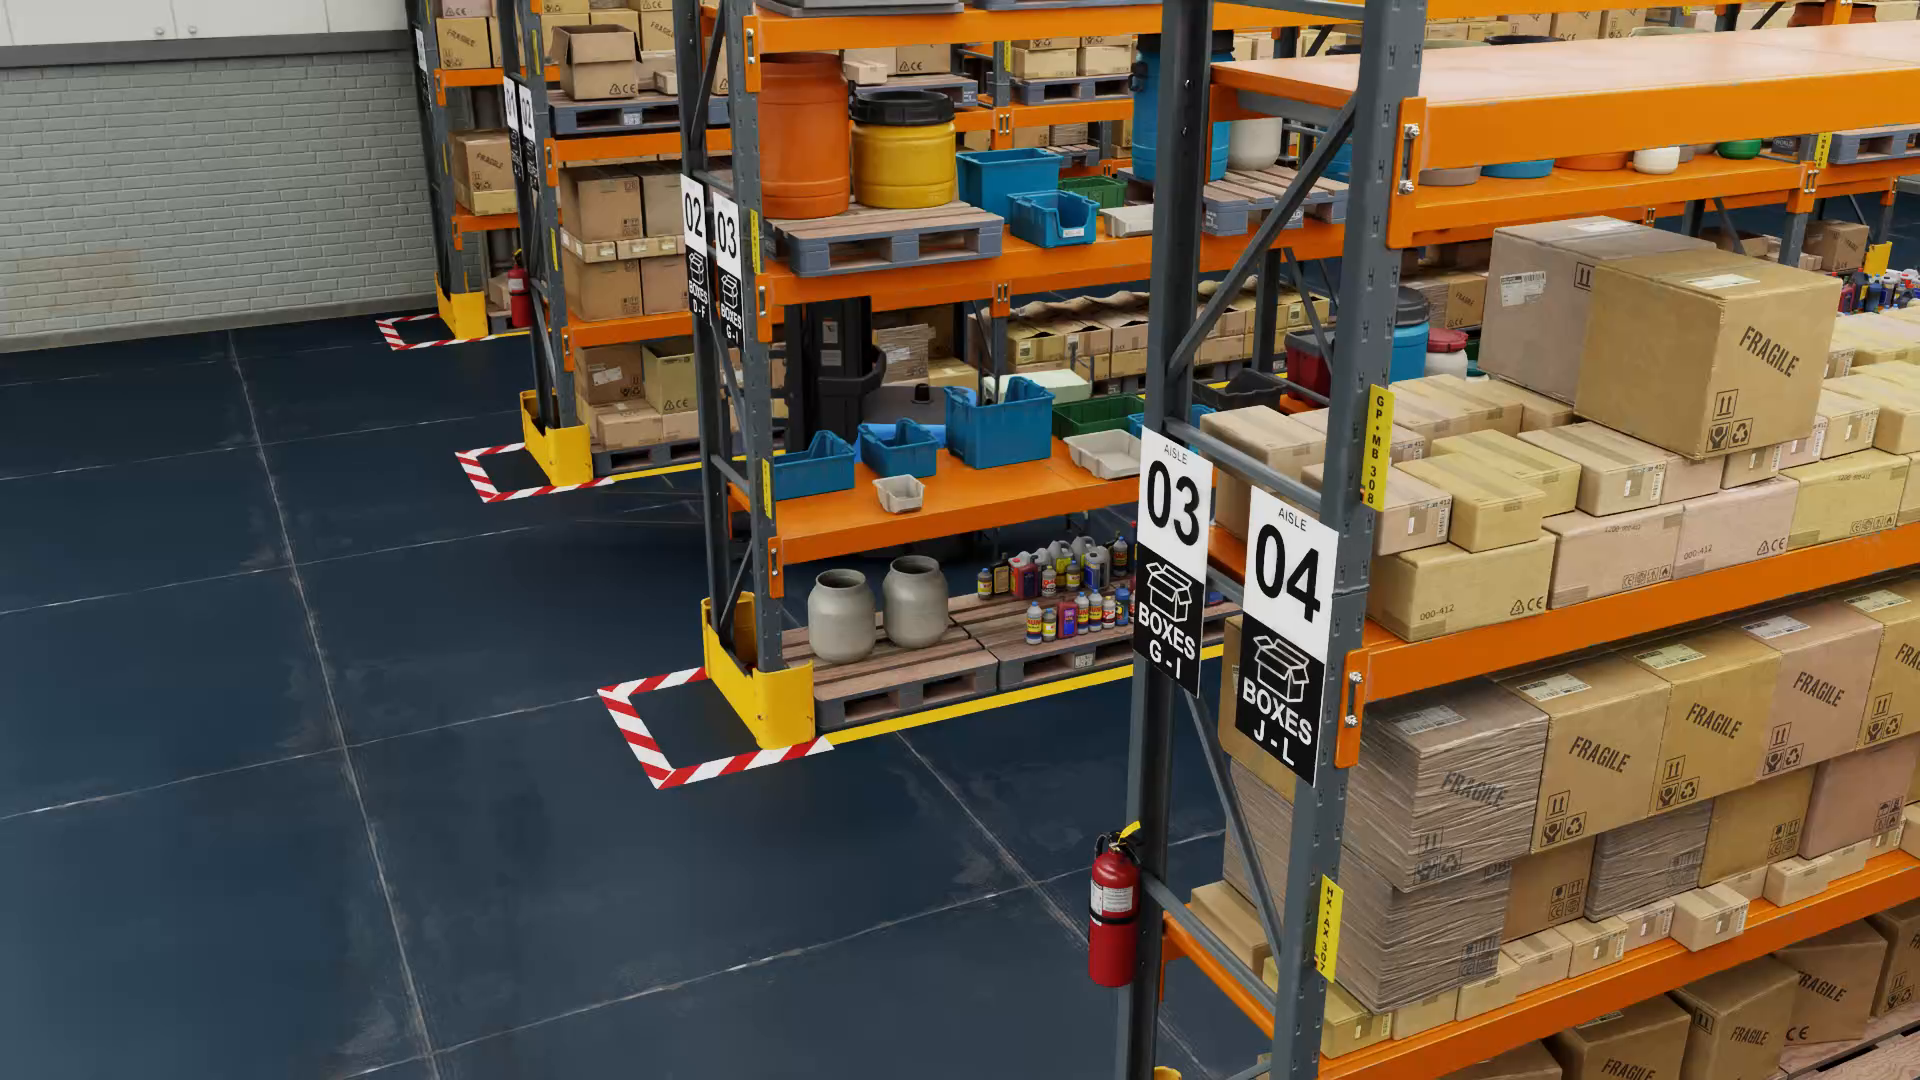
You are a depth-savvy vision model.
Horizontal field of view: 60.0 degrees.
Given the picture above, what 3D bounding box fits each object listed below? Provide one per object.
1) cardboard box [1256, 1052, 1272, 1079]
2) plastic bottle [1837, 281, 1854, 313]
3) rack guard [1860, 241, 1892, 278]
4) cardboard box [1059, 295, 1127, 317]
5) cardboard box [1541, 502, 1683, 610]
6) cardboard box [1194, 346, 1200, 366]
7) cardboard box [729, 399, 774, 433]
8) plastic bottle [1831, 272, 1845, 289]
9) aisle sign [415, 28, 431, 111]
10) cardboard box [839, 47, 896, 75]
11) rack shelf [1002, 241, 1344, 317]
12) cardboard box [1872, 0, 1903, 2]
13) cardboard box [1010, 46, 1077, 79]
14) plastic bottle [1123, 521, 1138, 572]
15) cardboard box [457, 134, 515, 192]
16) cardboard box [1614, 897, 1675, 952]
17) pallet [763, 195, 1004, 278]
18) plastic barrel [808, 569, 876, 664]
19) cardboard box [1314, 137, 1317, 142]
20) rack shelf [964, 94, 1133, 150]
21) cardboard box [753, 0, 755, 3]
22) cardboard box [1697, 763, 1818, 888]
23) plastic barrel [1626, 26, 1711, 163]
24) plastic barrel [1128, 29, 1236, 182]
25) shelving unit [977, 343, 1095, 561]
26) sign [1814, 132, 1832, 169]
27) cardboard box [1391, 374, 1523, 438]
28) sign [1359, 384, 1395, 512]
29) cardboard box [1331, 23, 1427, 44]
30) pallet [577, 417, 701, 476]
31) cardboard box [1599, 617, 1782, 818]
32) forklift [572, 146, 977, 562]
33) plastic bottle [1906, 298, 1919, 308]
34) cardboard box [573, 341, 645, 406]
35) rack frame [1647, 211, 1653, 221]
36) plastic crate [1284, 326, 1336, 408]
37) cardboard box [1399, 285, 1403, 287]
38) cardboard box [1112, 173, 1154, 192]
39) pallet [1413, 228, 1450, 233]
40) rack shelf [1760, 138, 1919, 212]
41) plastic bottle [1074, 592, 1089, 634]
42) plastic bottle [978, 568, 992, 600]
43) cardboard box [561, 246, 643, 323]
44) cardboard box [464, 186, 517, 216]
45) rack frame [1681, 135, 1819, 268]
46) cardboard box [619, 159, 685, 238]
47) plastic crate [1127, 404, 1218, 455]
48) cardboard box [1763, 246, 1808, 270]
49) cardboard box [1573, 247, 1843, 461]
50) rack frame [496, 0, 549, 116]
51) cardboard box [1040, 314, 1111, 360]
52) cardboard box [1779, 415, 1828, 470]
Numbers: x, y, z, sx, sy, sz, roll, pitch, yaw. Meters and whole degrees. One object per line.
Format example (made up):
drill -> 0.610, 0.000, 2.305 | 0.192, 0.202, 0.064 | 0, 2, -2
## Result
cardboard box -> 1.422, 2.226, 6.170 | 0.500, 0.500, 0.500 | -6, 23, -14
plastic bottle -> 7.350, -2.002, 13.817 | 0.133, 0.283, 0.061 | -10, 25, -24
rack guard -> 10.907, -3.538, 20.644 | 0.348, 0.500, 1.175 | -10, 25, -24
cardboard box -> 1.320, -2.234, 16.539 | 0.500, 0.311, 0.500 | -11, 25, -24
cardboard box -> 1.860, -0.032, 5.181 | 0.500, 0.250, 0.500 | -11, 25, -25
cardboard box -> 2.019, -1.876, 16.406 | 0.500, 0.250, 0.500 | -10, 24, -23
cardboard box -> -1.962, -1.155, 14.664 | 0.500, 0.250, 0.500 | -10, 25, -24
plastic bottle -> 7.283, -2.064, 13.879 | 0.185, 0.351, 0.144 | -10, 25, -24
aisle sign -> -5.528, -4.844, 17.132 | 0.004, 0.787, 0.394 | -10, 25, -24
cardboard box -> -0.892, -4.237, 14.526 | 0.500, 0.311, 0.500 | -12, 25, -26
rack shelf -> 1.965, -2.715, 16.327 | 4.000, 0.370, 1.077 | -10, 25, -24
cardboard box -> 10.520, -6.509, 19.193 | 0.500, 0.500, 0.700 | -10, 25, -24
cardboard box -> 0.722, -4.325, 15.002 | 0.500, 0.250, 0.500 | -8, 24, -18
plastic bottle -> 1.230, 0.035, 11.631 | 0.185, 0.351, 0.144 | -12, 25, -26
cardboard box -> -5.033, -4.020, 17.730 | 0.500, 0.500, 0.500 | -10, 25, -24
cardboard box -> 2.335, 1.304, 6.006 | 0.250, 0.149, 0.380 | -10, 25, -24
pallet -> -0.509, -1.746, 9.372 | 1.213, 0.211, 1.003 | -10, 25, -24
plastic barrel -> -0.737, 0.476, 10.383 | 0.421, 0.512, 0.421 | 0, 22, 0
cardboard box -> 4.568, -5.411, 22.203 | 0.250, 0.149, 0.380 | -10, 24, -22
rack shelf -> 1.965, -4.101, 15.753 | 4.000, 0.370, 1.077 | -10, 25, -24
cardboard box -> -2.323, -6.149, 18.296 | 0.500, 0.500, 0.500 | -13, 26, -28
cardboard box -> 2.683, 0.826, 6.313 | 0.500, 0.500, 0.875 | -10, 25, -24
plastic barrel -> 5.078, -3.227, 12.048 | 0.600, 0.901, 0.600 | 0, 22, 0
plastic barrel -> 1.365, -2.691, 10.203 | 0.708, 0.901, 0.600 | -10, 25, -24
shelving unit -> 0.555, -0.658, 12.379 | 0.755, 1.500, 0.431 | -7, 24, -17
sign -> 6.157, -2.820, 11.857 | 0.005, 0.325, 0.100 | -10, 25, -24
cardboard box -> 1.667, -0.428, 5.614 | 0.250, 0.149, 0.380 | -10, 25, -23
sign -> 1.087, -0.240, 4.344 | 0.005, 0.325, 0.100 | -10, 25, -24
cardboard box -> 4.146, -4.895, 16.601 | 0.500, 0.500, 0.910 | -10, 25, -24
pallet -> -2.770, -0.905, 14.660 | 1.213, 0.211, 1.003 | -10, 25, -24
cardboard box -> 2.369, 0.556, 5.658 | 0.500, 0.500, 0.500 | -10, 25, -24
forklift -> -1.394, -1.392, 12.280 | 3.031, 2.935, 1.130 | 1, 23, 3
plastic bottle -> 7.692, -1.804, 13.349 | 0.135, 0.276, 0.152 | -10, 25, -24
cardboard box -> -3.087, -1.513, 14.550 | 0.500, 0.500, 0.500 | -10, 25, -24
rack frame -> 7.371, -4.042, 18.594 | 0.127, 3.000, 1.000 | -10, 25, -24
plastic crate -> 2.611, -1.223, 11.699 | 0.583, 0.464, 0.402 | -10, 25, -24
cardboard box -> 4.301, -2.404, 17.329 | 0.500, 0.500, 0.500 | -9, 24, -21
cardboard box -> 2.335, -4.363, 21.630 | 0.750, 0.750, 0.750 | -11, 25, -24
pallet -> 4.347, -3.427, 17.358 | 1.003, 0.211, 1.213 | -10, 25, -24
rack shelf -> 7.714, -3.057, 13.231 | 4.000, 0.370, 1.077 | -10, 25, -24
plastic bottle -> 0.781, 0.463, 10.702 | 0.097, 0.271, 0.097 | 0, 22, 0
plastic bottle -> 0.168, 0.290, 11.212 | 0.097, 0.201, 0.097 | 0, 22, 0
cardboard box -> -3.015, -2.171, 13.942 | 0.500, 0.500, 0.700 | -10, 25, -24
cardboard box -> -5.016, -3.670, 17.864 | 0.500, 0.250, 0.500 | -11, 25, -25
rack frame -> 5.912, -1.671, 12.865 | 0.127, 3.000, 1.000 | -10, 25, -24
cardboard box -> -2.496, -2.868, 13.931 | 0.500, 0.500, 0.700 | -11, 25, -25
plastic crate -> 1.428, -0.662, 10.621 | 0.616, 0.251, 0.499 | -10, 25, -24
cardboard box -> 9.723, -3.316, 19.860 | 0.500, 0.250, 0.500 | -10, 25, -24
cardboard box -> 2.307, -0.591, 5.161 | 0.500, 0.500, 0.500 | -11, 25, -24
rack frame -> -3.441, -4.824, 12.638 | 0.127, 3.000, 1.000 | -10, 25, -24
cardboard box -> 1.097, -1.962, 15.881 | 0.500, 0.311, 0.500 | -11, 25, -24
cardboard box -> 2.591, -0.366, 5.464 | 0.250, 0.149, 0.380 | -11, 25, -24
